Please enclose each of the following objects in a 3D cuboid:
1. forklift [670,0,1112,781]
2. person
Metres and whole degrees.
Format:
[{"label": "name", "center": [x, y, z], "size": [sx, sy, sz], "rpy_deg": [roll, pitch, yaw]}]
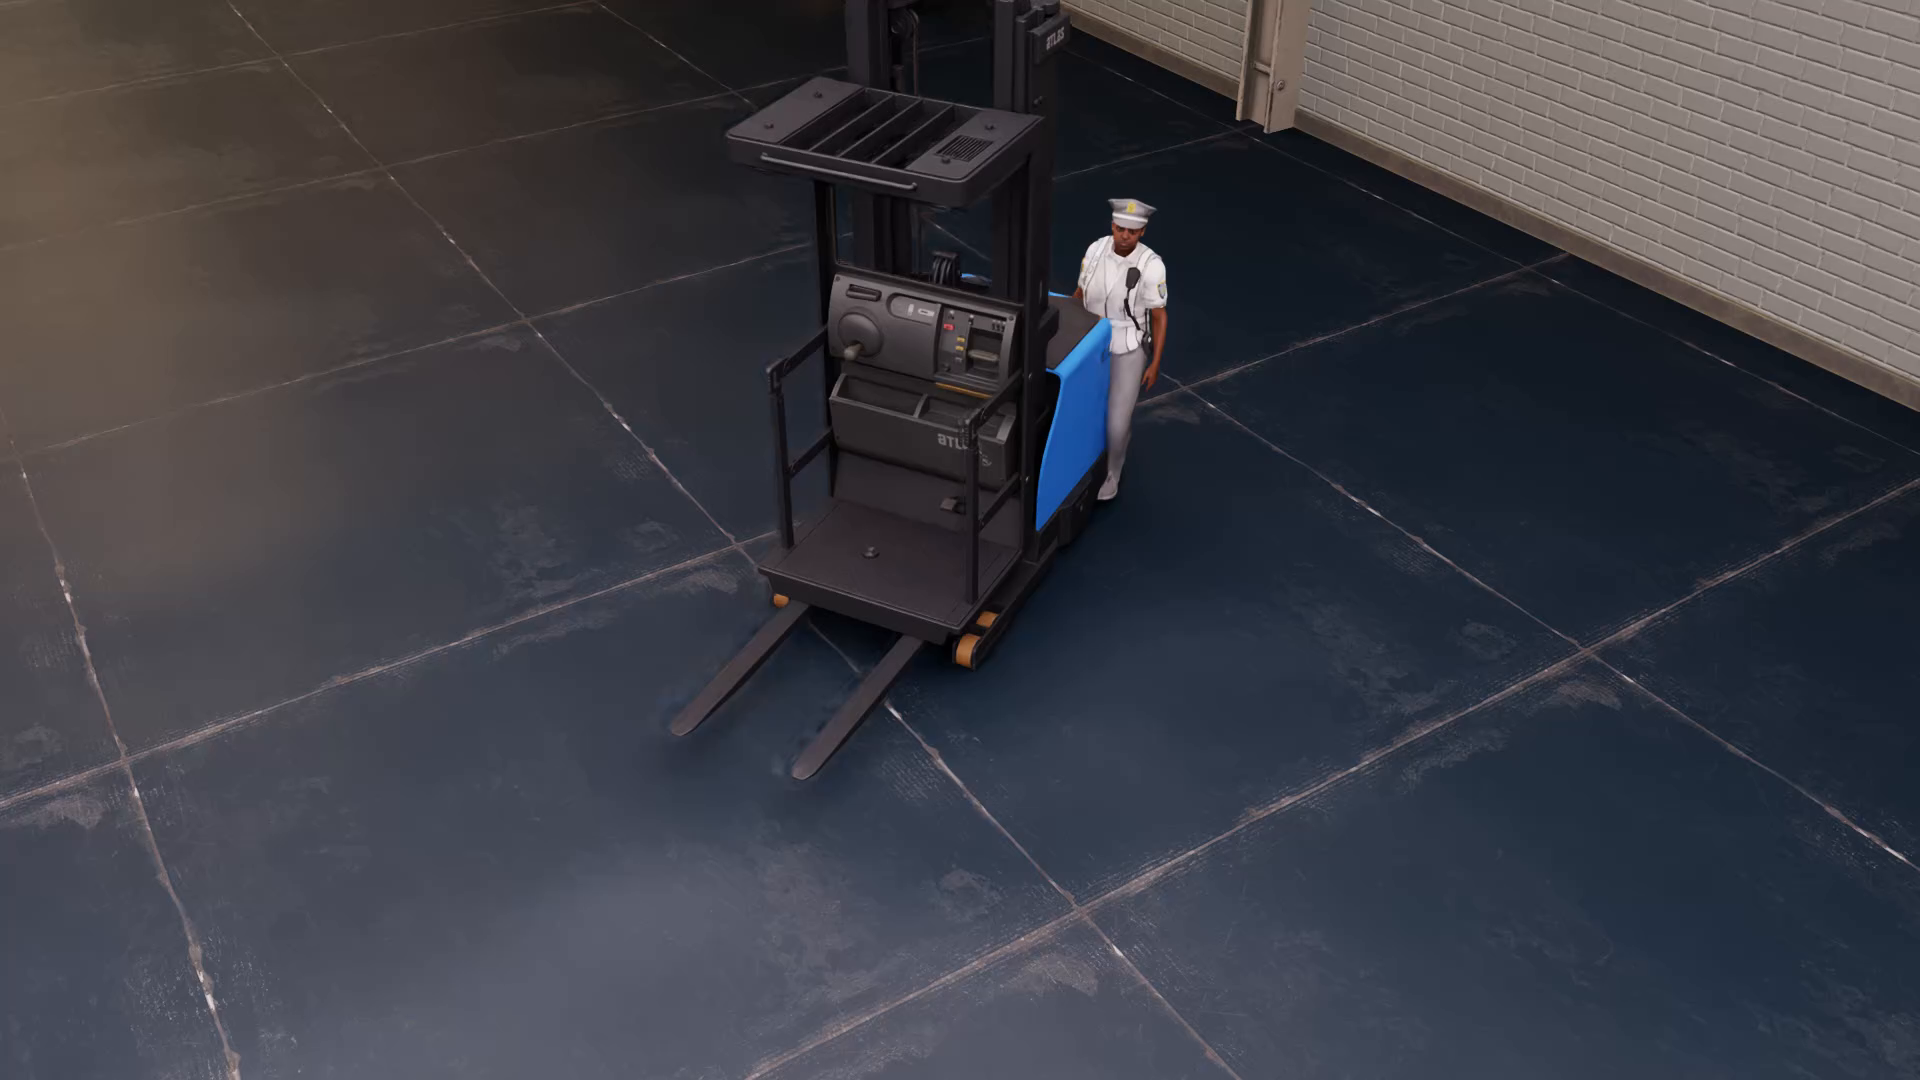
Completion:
[{"label": "forklift", "center": [-0.272, -0.885, 7.407], "size": [1.130, 2.935, 3.031], "rpy_deg": [16, 38, 21]}, {"label": "person", "center": [0.755, -0.957, 8.577], "size": [0.567, 1.696, 0.512], "rpy_deg": [15, 38, 20]}]
